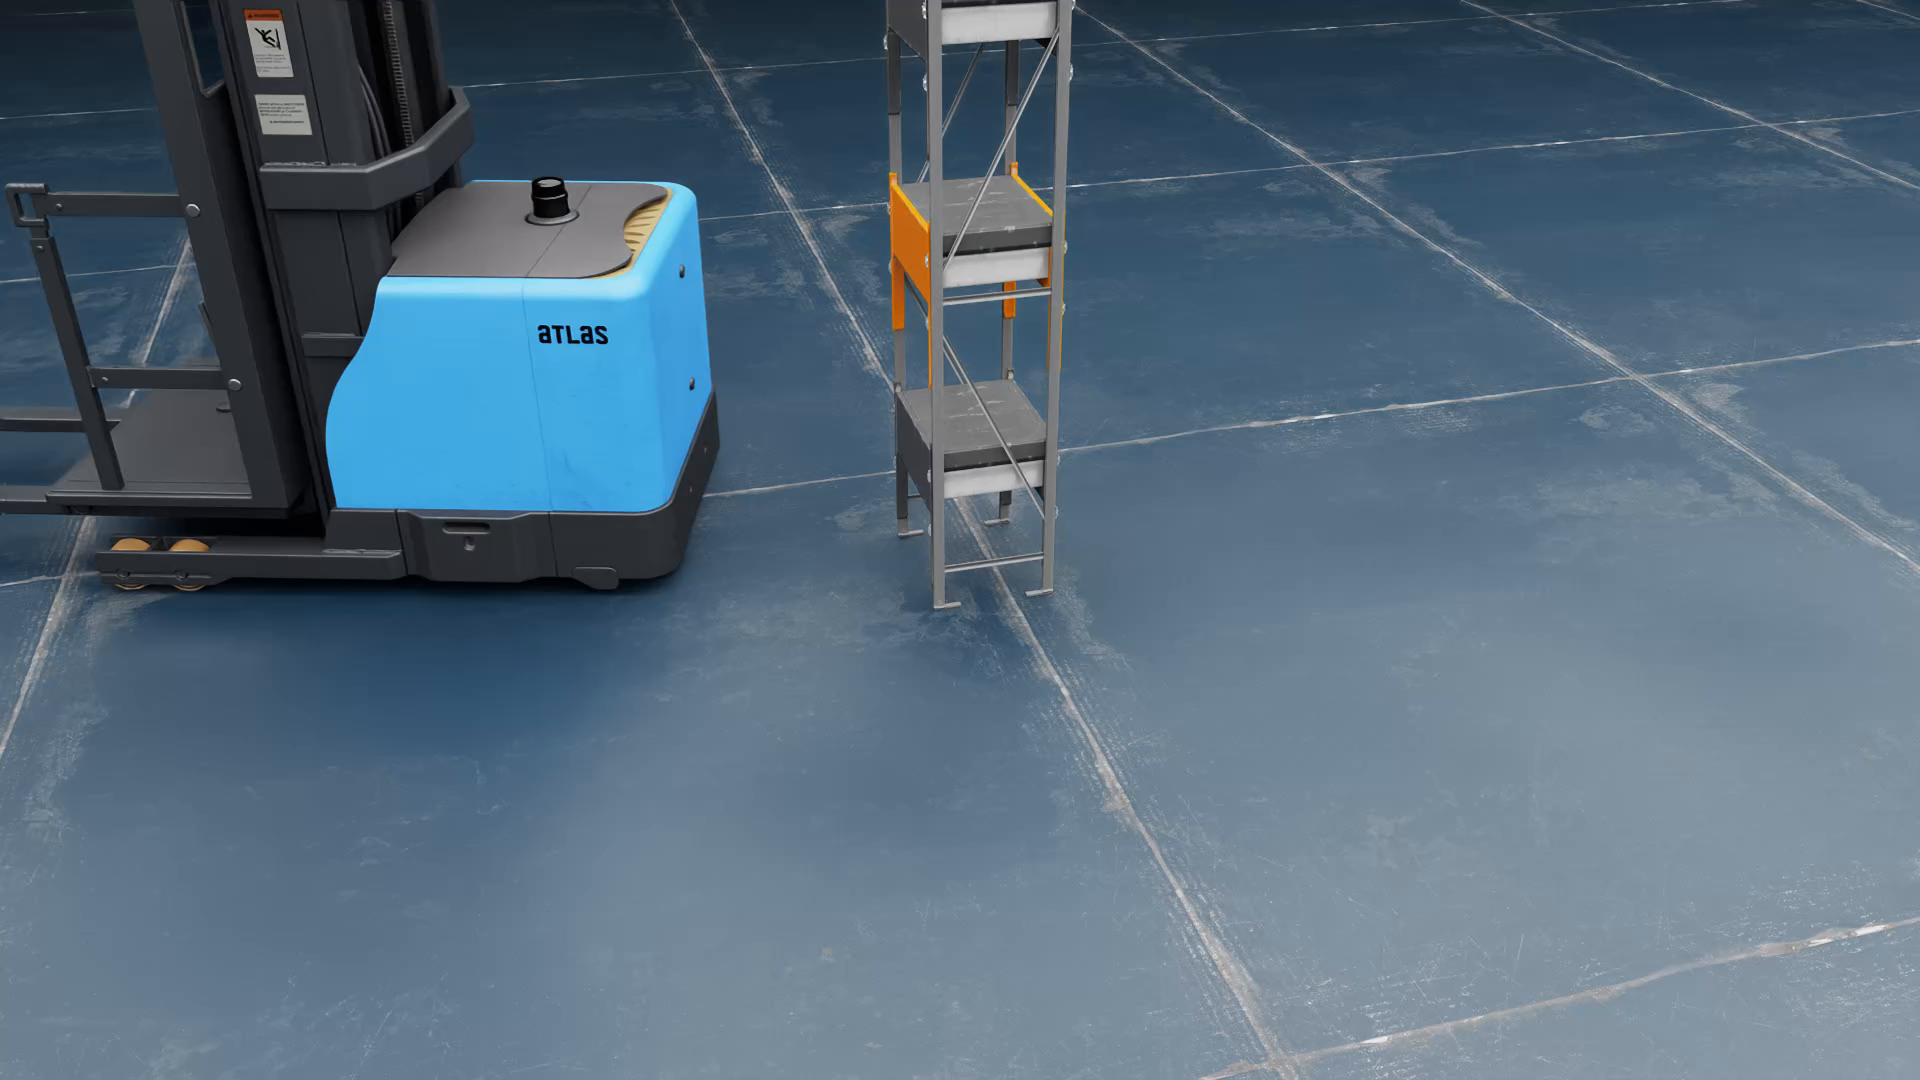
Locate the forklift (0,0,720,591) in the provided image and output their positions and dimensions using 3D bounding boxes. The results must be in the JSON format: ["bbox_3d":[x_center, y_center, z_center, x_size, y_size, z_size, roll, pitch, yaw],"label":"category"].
[{"bbox_3d":[-2.423,-1.365,5.183,3.031,2.935,1.130,1,30,2],"label":"forklift"}]

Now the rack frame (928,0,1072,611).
[{"bbox_3d":[0.109,-0.711,4.882,0.400,2.100,0.015,-8,31,-13],"label":"rack frame"}]

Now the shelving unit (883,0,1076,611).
[{"bbox_3d":[0.044,-0.829,5.086,0.431,2.100,0.503,-8,31,-13],"label":"shelving unit"}]

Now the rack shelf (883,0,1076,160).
[{"bbox_3d":[0.044,-1.423,4.742,0.431,0.518,0.480,-8,31,-13],"label":"rack shelf"}]

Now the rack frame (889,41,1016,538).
[{"bbox_3d":[-0.021,-0.947,5.289,0.400,2.100,0.015,-8,31,-13],"label":"rack frame"}]

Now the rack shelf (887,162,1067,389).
[{"bbox_3d":[0.044,-0.817,5.093,0.431,0.518,0.480,-8,31,-13],"label":"rack shelf"}]

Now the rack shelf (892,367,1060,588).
[{"bbox_3d":[0.044,-0.211,5.443,0.431,0.518,0.480,-8,31,-13],"label":"rack shelf"}]
